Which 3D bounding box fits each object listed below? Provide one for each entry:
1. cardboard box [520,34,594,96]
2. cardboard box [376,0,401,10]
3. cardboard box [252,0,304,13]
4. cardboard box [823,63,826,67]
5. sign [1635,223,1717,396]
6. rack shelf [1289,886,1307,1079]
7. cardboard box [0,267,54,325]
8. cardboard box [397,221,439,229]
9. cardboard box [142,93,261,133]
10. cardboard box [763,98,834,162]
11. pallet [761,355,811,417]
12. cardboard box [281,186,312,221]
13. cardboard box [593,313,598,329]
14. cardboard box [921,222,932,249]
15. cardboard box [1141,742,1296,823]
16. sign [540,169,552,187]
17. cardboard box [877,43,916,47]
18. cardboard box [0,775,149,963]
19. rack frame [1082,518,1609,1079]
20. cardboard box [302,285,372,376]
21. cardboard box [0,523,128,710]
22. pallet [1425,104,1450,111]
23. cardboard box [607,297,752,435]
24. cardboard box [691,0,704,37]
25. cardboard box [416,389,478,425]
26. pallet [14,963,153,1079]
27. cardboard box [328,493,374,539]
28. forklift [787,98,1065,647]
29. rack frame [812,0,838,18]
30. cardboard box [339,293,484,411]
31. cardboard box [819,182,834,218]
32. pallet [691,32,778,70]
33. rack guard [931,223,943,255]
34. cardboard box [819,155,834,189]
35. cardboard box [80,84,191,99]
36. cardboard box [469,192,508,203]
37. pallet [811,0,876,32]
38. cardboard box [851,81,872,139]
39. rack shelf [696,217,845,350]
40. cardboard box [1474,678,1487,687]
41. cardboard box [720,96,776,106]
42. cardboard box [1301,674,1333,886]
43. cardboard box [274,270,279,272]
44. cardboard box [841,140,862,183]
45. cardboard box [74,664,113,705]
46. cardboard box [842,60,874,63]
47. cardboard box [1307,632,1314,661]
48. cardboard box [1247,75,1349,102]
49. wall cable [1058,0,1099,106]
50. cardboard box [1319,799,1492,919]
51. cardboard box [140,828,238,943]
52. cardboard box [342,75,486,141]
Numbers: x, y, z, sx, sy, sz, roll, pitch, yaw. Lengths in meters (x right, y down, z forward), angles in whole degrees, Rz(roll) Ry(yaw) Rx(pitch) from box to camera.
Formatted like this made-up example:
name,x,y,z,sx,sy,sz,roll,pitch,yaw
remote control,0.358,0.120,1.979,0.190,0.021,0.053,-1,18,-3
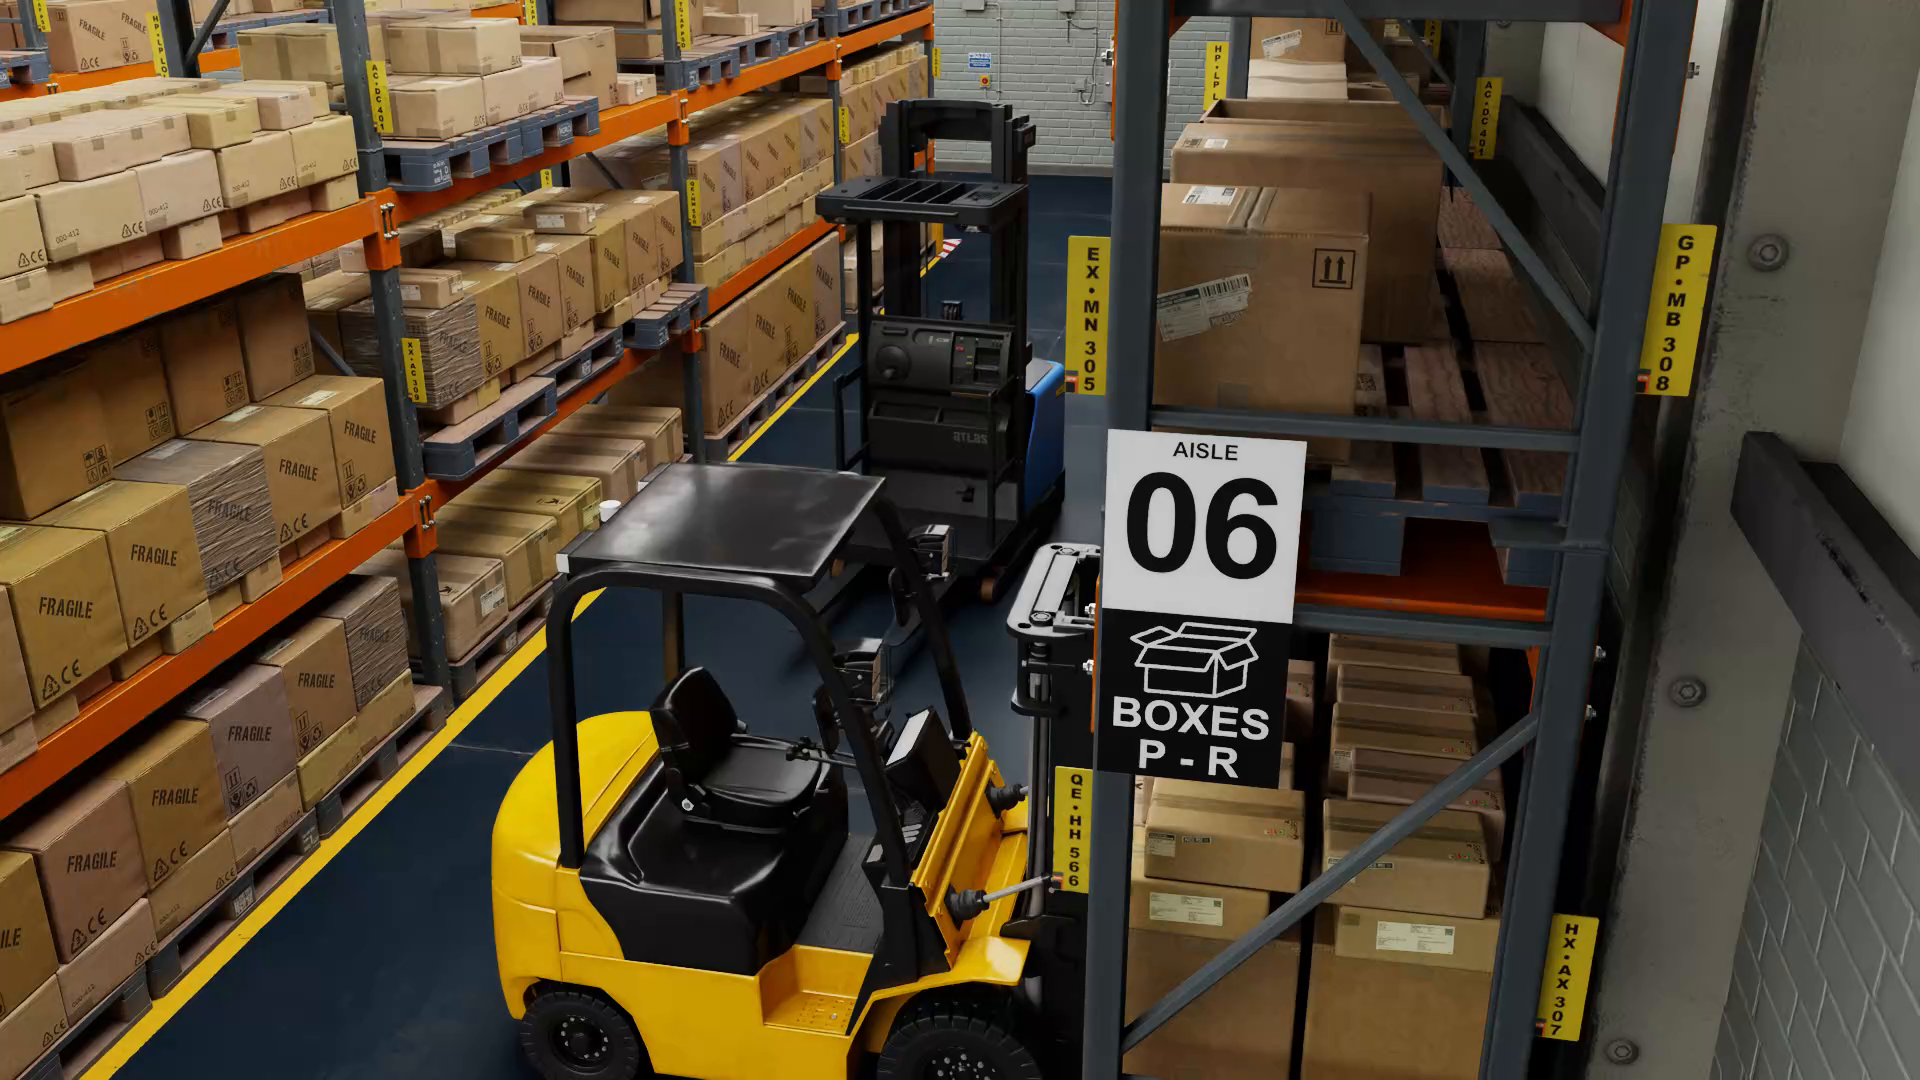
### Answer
name,x,y,z,sx,sy,sz,roll,pitch,yaw
cardboard box,-2.717,-2.821,10.190,0.797,0.503,0.637,4,22,11
cardboard box,-6.038,-5.400,16.933,0.500,0.250,0.500,4,22,10
cardboard box,-6.669,-5.248,15.657,0.700,0.500,0.500,4,22,11
cardboard box,-1.544,-4.816,16.955,0.380,0.149,0.250,4,22,10
sign,1.336,-0.428,3.111,0.100,0.325,0.005,4,22,11
rack shelf,1.202,0.963,5.910,1.077,0.370,4.000,4,22,11
cardboard box,-3.421,-0.861,5.796,0.380,0.149,0.250,5,22,12
cardboard box,-5.931,-3.380,18.189,0.380,0.149,0.250,5,22,12
cardboard box,-3.220,-1.802,7.067,0.380,0.149,0.250,5,22,12
cardboard box,-1.463,-3.733,15.134,0.500,0.500,0.500,5,23,13
pallet,-1.948,-1.376,14.488,1.003,0.211,1.213,4,22,11
cardboard box,-3.154,-1.530,7.458,0.380,0.149,0.250,5,22,12
cardboard box,-2.538,-1.408,10.609,0.380,0.149,0.250,5,22,11
cardboard box,-0.838,-3.625,19.207,0.875,0.438,0.875,4,22,9
cardboard box,0.680,0.636,4.359,0.380,0.149,0.250,4,22,11
sign,-2.978,-2.520,12.046,0.100,0.325,0.005,4,22,11
cardboard box,-0.707,-5.438,18.500,0.380,0.149,0.250,5,22,12
cardboard box,-3.524,1.242,6.369,0.500,0.500,0.500,4,22,9
rack frame,0.794,1.361,3.960,1.000,3.000,0.127,4,22,11
cardboard box,-3.381,-1.045,8.839,0.500,0.500,0.500,4,22,10
cardboard box,-3.493,0.271,6.133,0.500,0.500,0.500,4,22,10
pallet,2.150,-2.205,9.050,1.003,0.211,1.213,6,23,13
cardboard box,-2.212,-1.398,13.091,0.875,0.875,0.875,4,22,10
cardboard box,-2.358,-4.241,13.159,0.500,0.500,0.500,5,22,11
cardboard box,-2.828,-0.736,8.939,0.380,0.149,0.250,5,22,12
pallet,-3.851,1.955,6.217,1.003,0.211,1.213,4,22,11
cardboard box,-3.062,-0.130,7.998,0.380,0.149,0.250,5,22,12
forklift,-0.196,-1.137,10.253,1.130,2.935,3.031,7,23,17
rack frame,-1.618,-6.188,14.672,1.000,3.000,0.127,4,22,11
cardboard box,-2.874,-1.008,8.747,0.500,0.500,0.500,5,22,12
cardboard box,-1.463,-3.152,15.366,0.500,0.250,0.500,4,22,10
pallet,-2.129,-3.895,13.246,1.003,0.211,1.213,6,23,13
rack guard,-0.797,-3.717,19.914,1.175,0.500,0.348,4,22,11
cardboard box,-1.470,-3.388,15.281,0.500,0.250,0.500,4,22,11
cardboard box,-3.659,-1.936,7.400,0.380,0.149,0.250,5,23,13
cardboard box,-5.636,-4.056,19.867,0.380,0.149,0.250,5,22,12
pallet,-1.441,-5.054,15.990,1.003,0.211,1.213,4,22,11
cardboard box,-1.174,-4.255,16.432,0.500,0.500,0.500,4,22,10
rack shelf,-2.026,-2.340,14.111,1.077,0.370,4.000,4,22,11
cardboard box,1.448,0.444,5.233,0.380,0.149,0.250,5,23,13
cardboard box,-1.989,-3.776,15.242,0.500,0.500,0.500,5,22,12
cardboard box,1.349,0.778,5.273,0.500,0.500,0.500,4,22,10
cardboard box,-6.601,-2.456,15.215,0.500,0.250,0.500,3,22,9
cardboard box,-1.266,-3.603,16.151,0.500,0.500,0.500,5,23,13
cardboard box,-3.512,0.520,6.384,0.380,0.149,0.250,5,23,13
cardboard box,-1.088,-4.783,16.873,0.380,0.149,0.250,4,22,11
cardboard box,1.071,0.371,6.284,0.500,0.500,0.500,4,22,10
cardboard box,1.519,-1.977,7.655,0.500,0.311,0.500,4,22,9
wall cable,1.717,-7.299,24.102,0.588,1.984,0.122,4,22,11
cardboard box,1.071,0.769,4.029,0.380,0.149,0.250,4,22,10
cardboard box,-3.421,1.404,6.971,0.500,0.250,0.500,6,23,15
cardboard box,-2.739,-2.179,8.372,0.500,0.250,0.500,4,22,9
